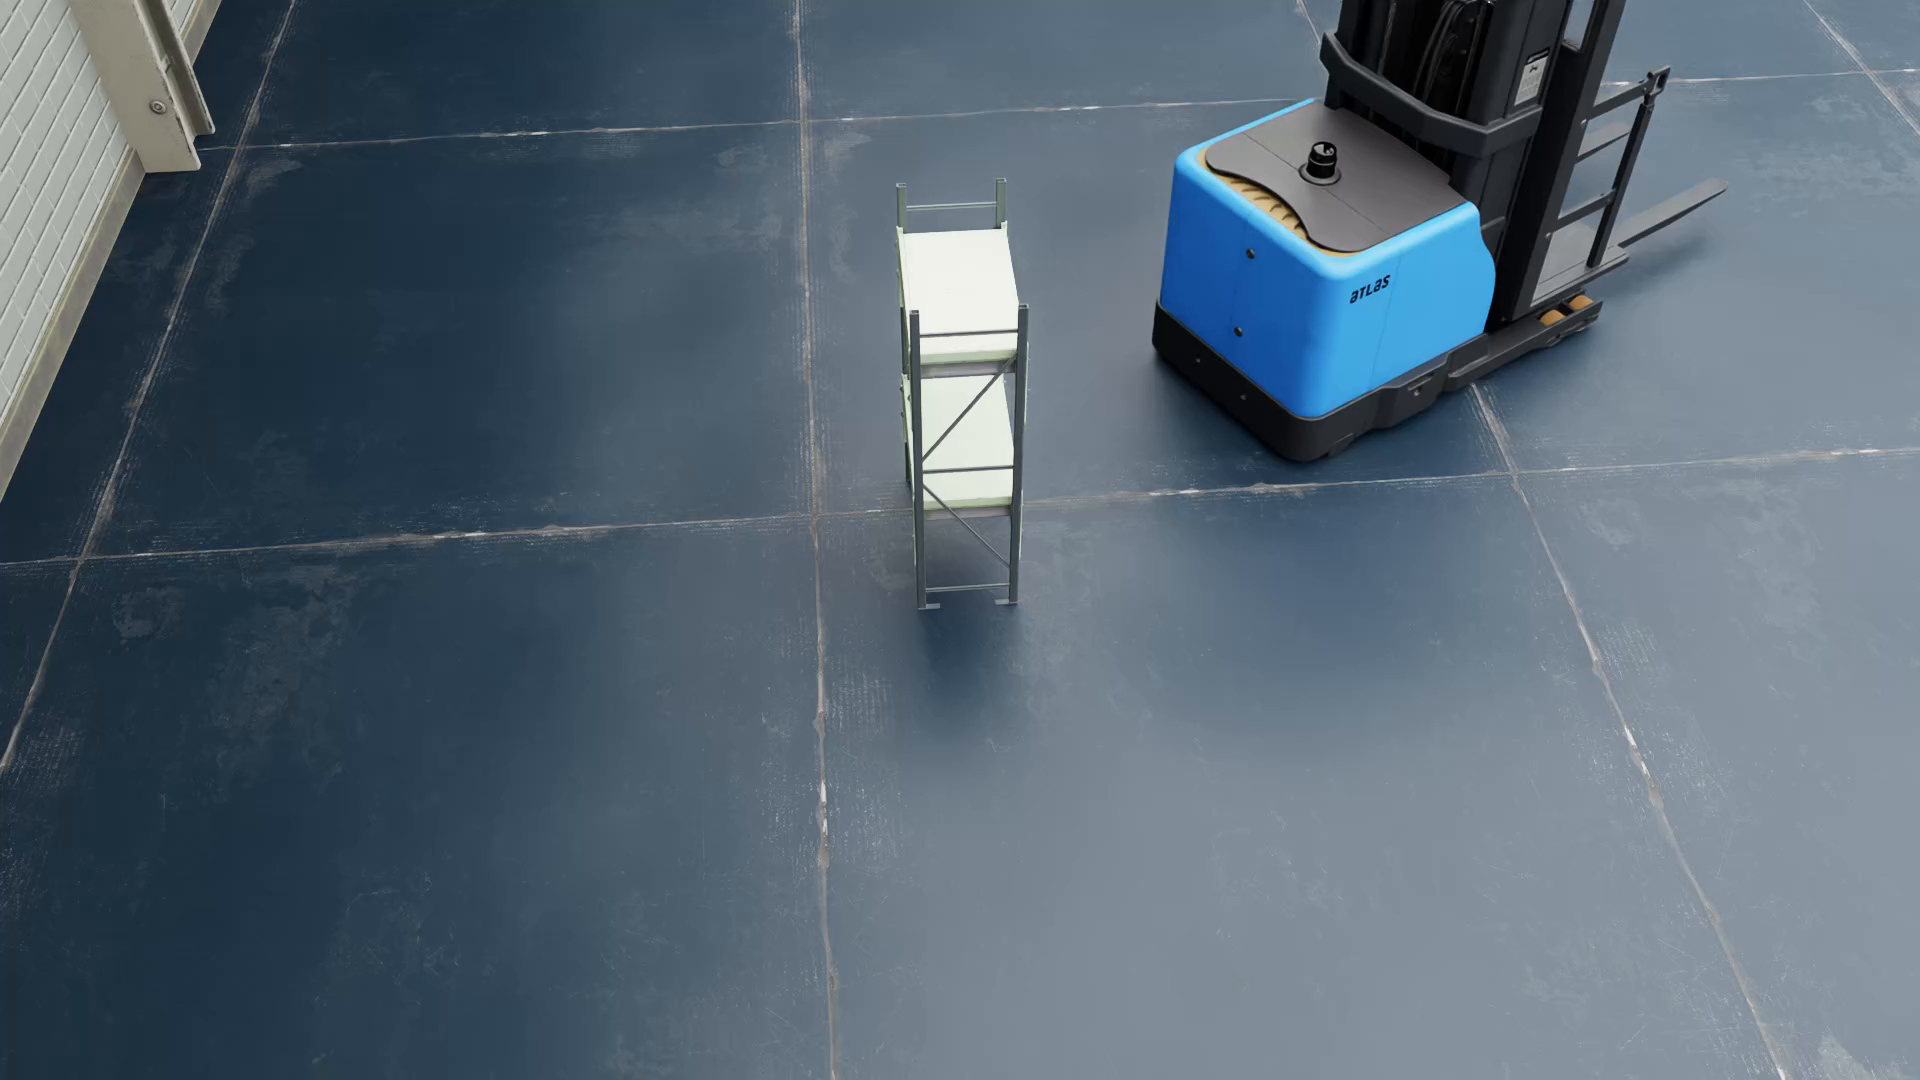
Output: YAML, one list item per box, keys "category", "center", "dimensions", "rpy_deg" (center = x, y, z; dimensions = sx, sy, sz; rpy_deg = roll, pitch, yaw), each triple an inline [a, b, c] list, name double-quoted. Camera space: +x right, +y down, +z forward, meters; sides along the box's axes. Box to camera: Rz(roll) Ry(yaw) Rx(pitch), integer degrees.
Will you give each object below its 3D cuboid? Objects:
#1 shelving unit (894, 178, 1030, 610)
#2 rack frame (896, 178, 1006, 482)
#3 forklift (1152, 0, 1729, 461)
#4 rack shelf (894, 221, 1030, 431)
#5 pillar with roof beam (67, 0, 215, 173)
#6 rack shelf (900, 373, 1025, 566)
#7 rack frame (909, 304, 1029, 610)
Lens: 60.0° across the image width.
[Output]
- category: "shelving unit"
  center: [-0.001, -0.521, 6.347]
  dimensions: [0.431, 1.500, 0.755]
  rpy_deg: [-3, 47, -3]
- category: "rack frame"
  center: [-0.031, -0.785, 6.597]
  dimensions: [0.400, 1.500, 0.023]
  rpy_deg: [-3, 47, -3]
- category: "forklift"
  center: [2.387, -2.200, 6.952]
  dimensions: [3.031, 2.935, 1.130]
  rpy_deg: [-27, 52, -23]
- category: "rack shelf"
  center: [-0.001, -0.789, 6.063]
  dimensions: [0.431, 0.370, 0.720]
  rpy_deg: [-3, 47, -3]
- category: "pillar with roof beam"
  center: [0.125, -5.431, 5.833]
  dimensions: [9.100, 9.000, 0.400]
  rpy_deg: [-3, 47, -3]
- category: "rack shelf"
  center: [-0.001, -0.296, 6.583]
  dimensions: [0.431, 0.370, 0.720]
  rpy_deg: [-3, 47, -3]
- category: "rack frame"
  center: [0.030, -0.256, 6.096]
  dimensions: [0.400, 1.500, 0.023]
  rpy_deg: [-3, 47, -3]
